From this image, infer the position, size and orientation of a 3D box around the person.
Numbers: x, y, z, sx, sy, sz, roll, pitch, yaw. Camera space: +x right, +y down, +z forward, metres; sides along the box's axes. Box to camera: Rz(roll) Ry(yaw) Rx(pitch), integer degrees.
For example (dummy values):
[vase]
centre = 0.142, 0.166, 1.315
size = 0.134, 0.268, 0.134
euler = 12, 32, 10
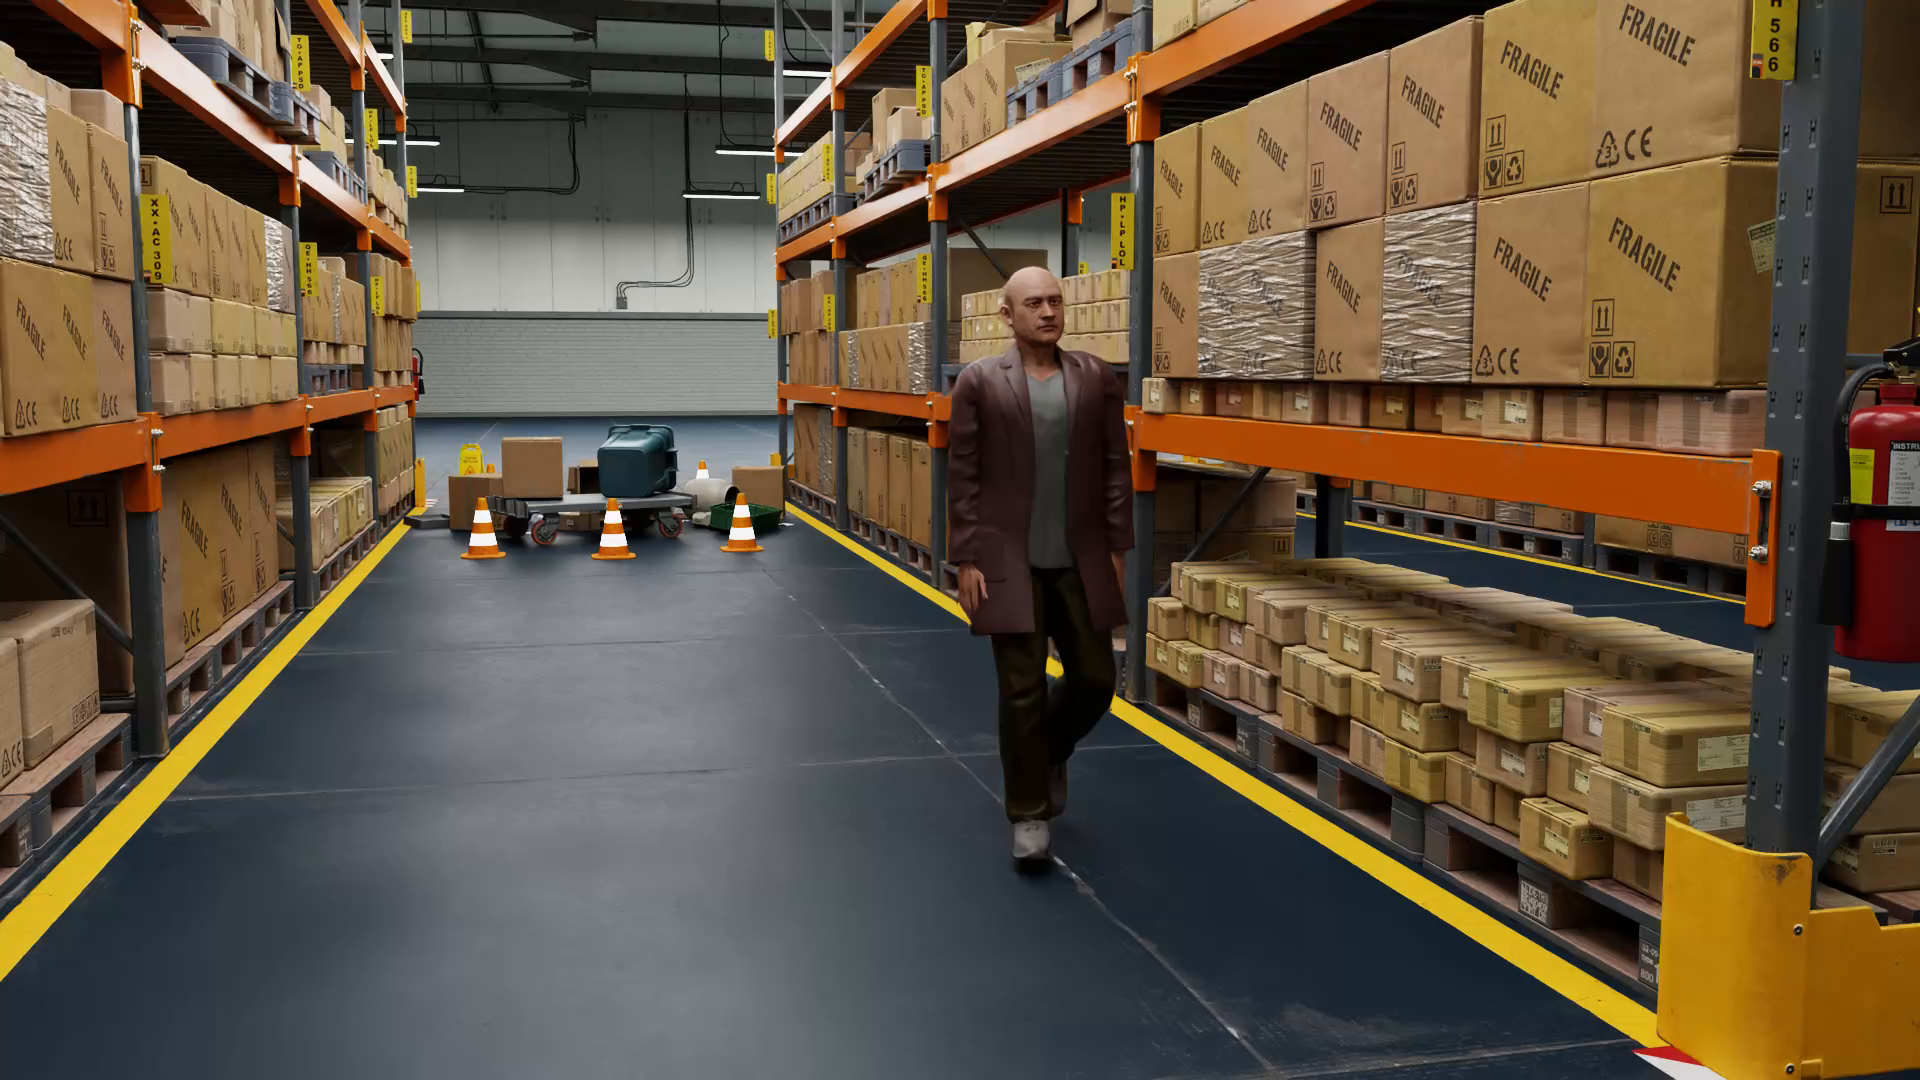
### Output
[person]
centre = 0.245, 0.053, 5.126
size = 0.589, 1.763, 0.683
euler = -1, 6, -9
